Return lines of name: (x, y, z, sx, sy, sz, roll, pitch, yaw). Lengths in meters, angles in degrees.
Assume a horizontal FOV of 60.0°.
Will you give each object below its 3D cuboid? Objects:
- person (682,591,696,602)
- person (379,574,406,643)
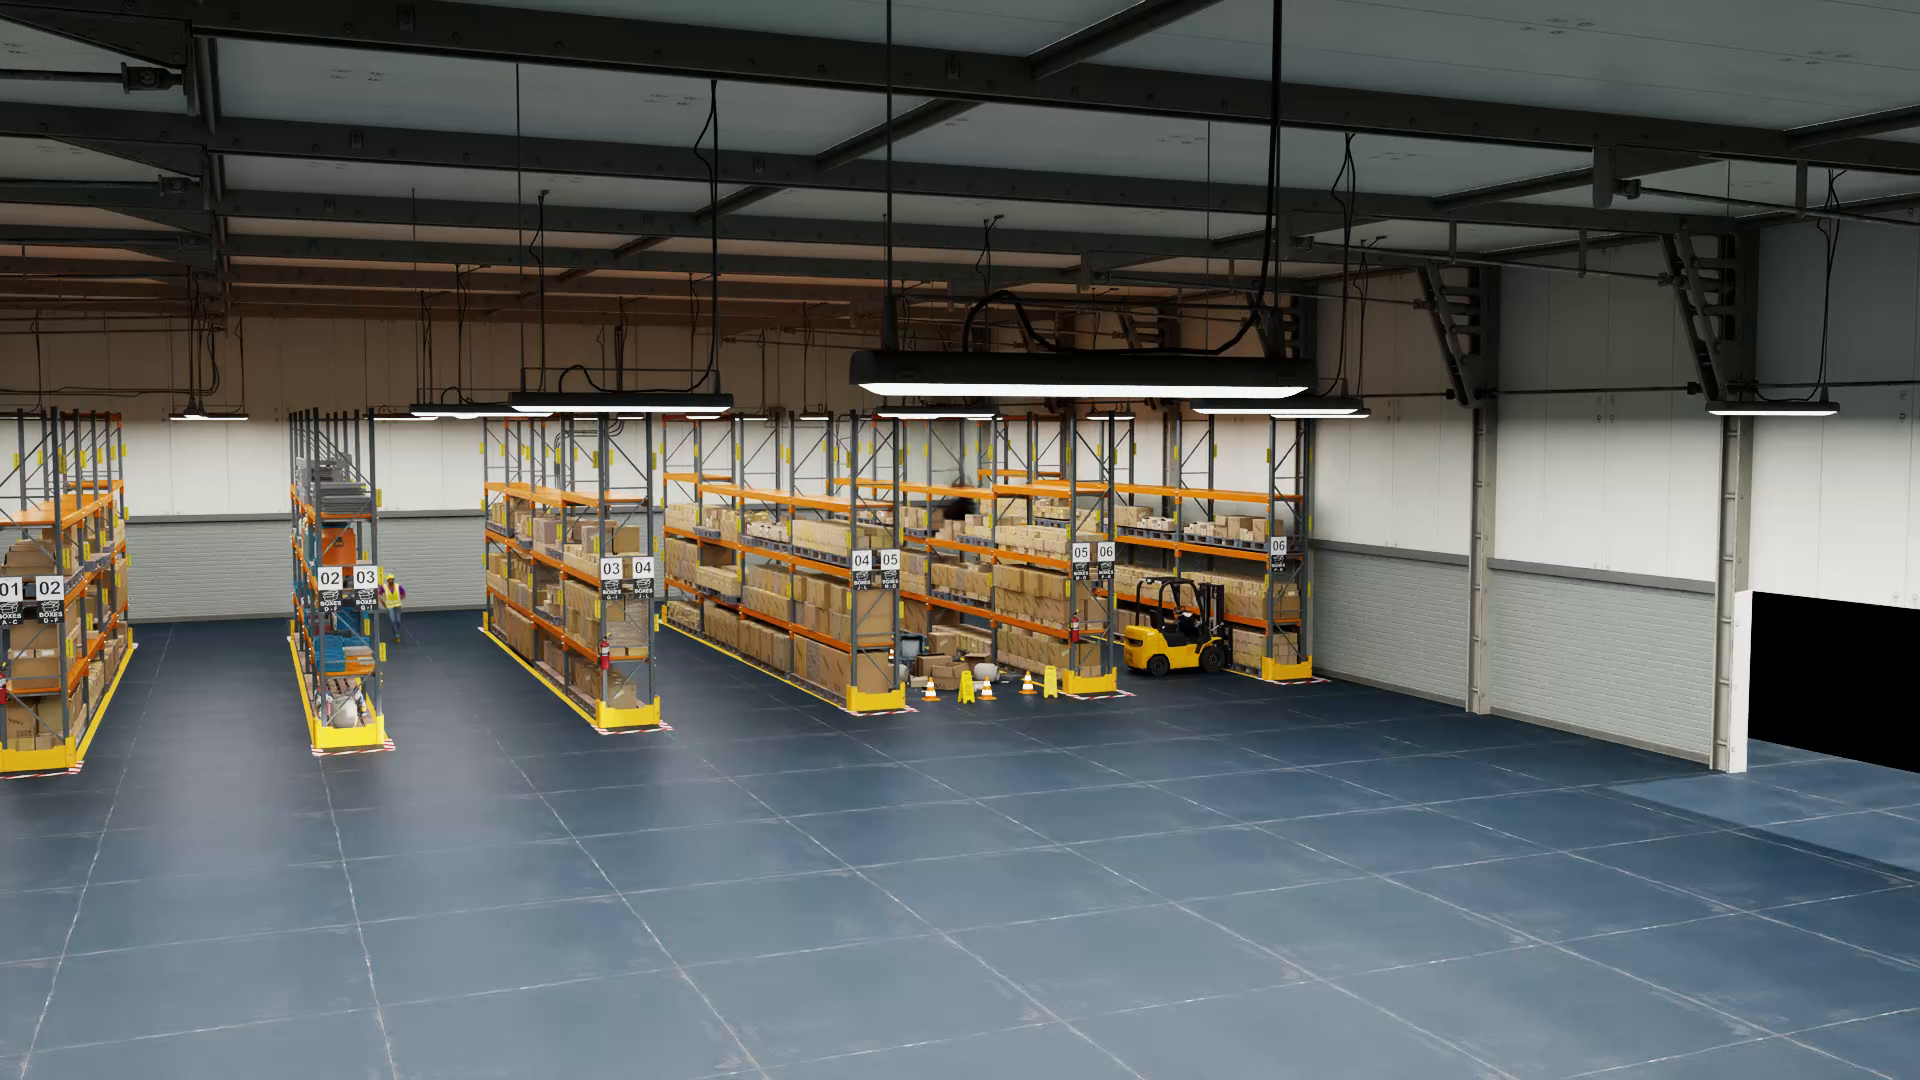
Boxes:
person: (-7.985, 1.446, 49.351, 0.761, 1.729, 0.594, -2, 4, -25)
person: (-14.920, 1.783, 43.719, 0.706, 1.778, 0.900, -3, 5, -32)
